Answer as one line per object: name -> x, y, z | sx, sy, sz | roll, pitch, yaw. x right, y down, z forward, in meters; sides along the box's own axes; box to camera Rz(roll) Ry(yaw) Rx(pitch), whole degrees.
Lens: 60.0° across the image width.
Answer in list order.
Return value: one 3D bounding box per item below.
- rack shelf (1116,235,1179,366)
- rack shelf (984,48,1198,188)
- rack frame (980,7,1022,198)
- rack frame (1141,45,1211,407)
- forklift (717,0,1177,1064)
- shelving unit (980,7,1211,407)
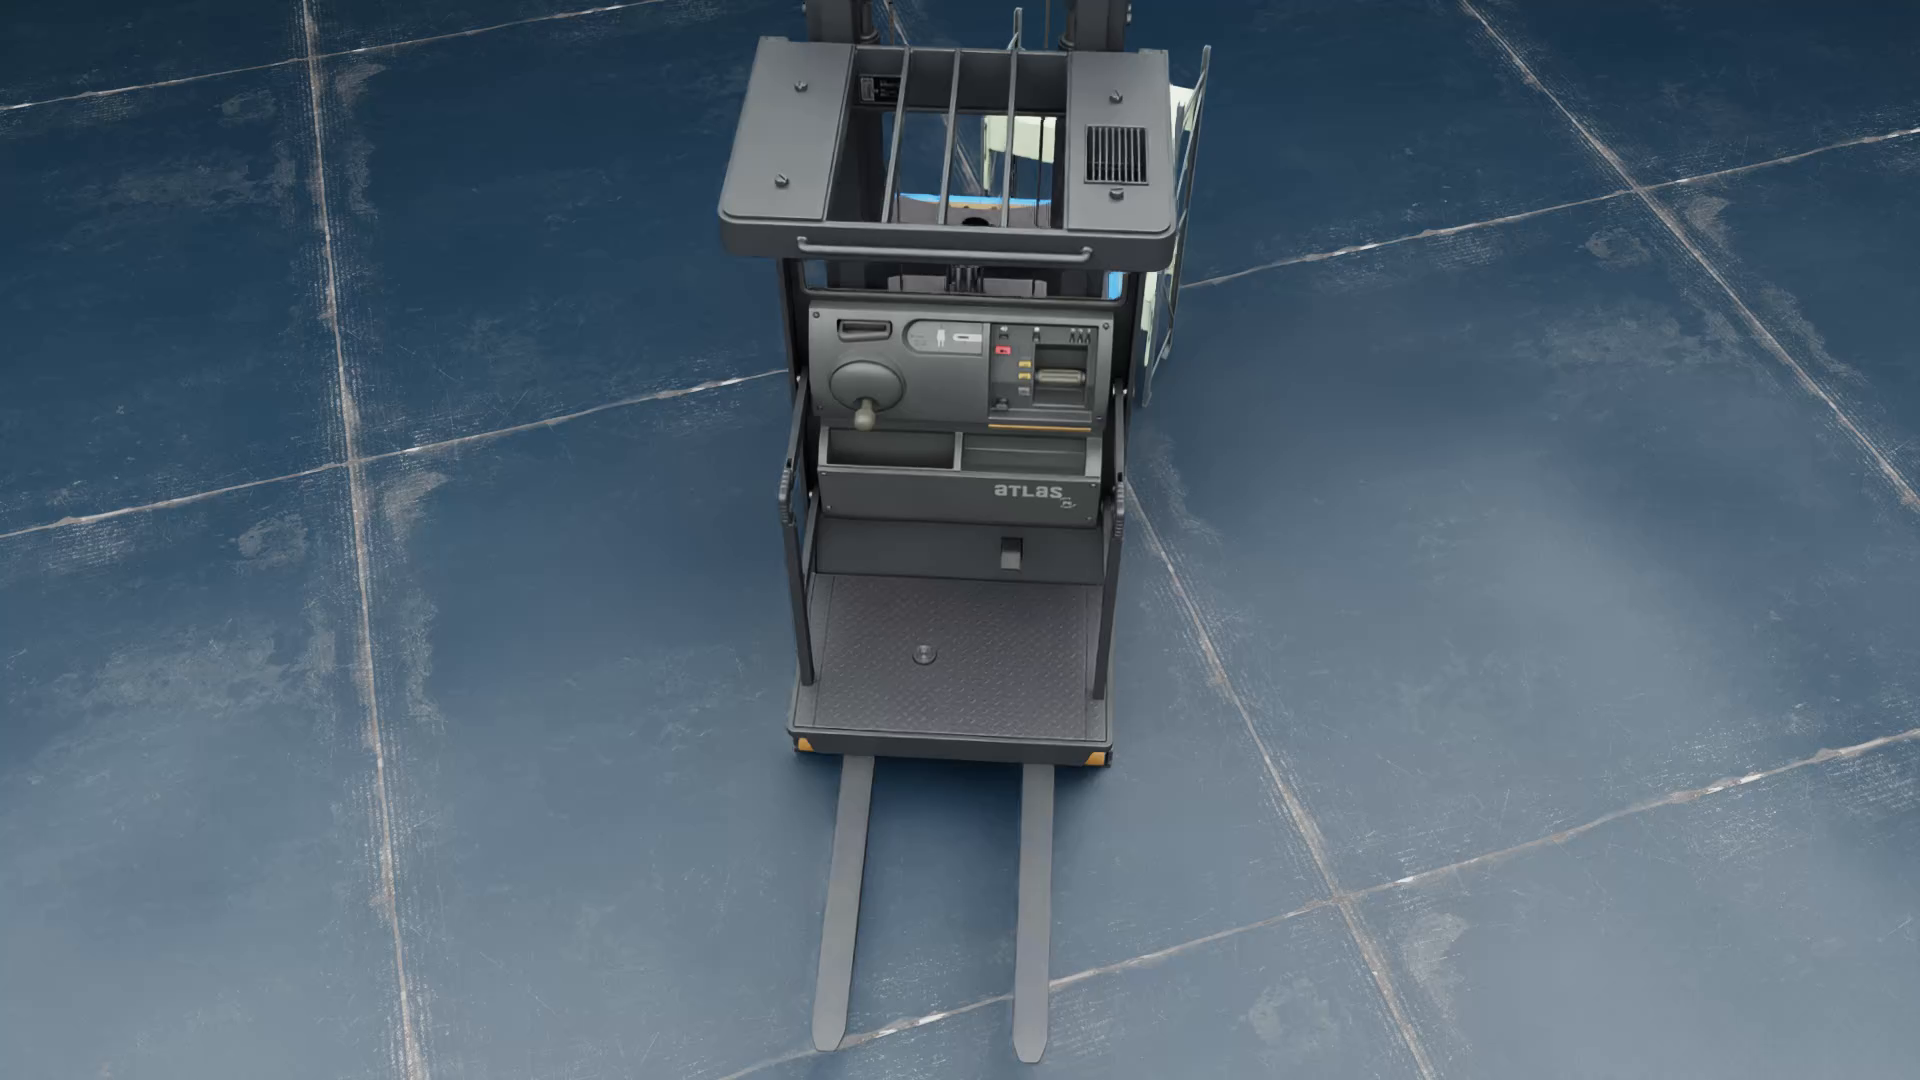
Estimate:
rack shelf -> 0.500, -1.074, 6.890 | 0.720, 0.370, 0.431 | 15, 52, 13
rack shelf -> 0.501, -1.537, 6.343 | 0.720, 0.370, 0.431 | 15, 52, 13
rack frame -> 0.156, -1.380, 6.722 | 0.023, 1.500, 0.400 | 15, 52, 13
rack frame -> 0.845, -1.190, 6.561 | 0.023, 1.500, 0.400 | 15, 52, 13
forklift -> -0.010, -0.418, 4.975 | 1.130, 2.935, 3.031 | 3, 50, 2
shelving unit -> 0.500, -1.285, 6.641 | 0.755, 1.500, 0.431 | 15, 52, 13
